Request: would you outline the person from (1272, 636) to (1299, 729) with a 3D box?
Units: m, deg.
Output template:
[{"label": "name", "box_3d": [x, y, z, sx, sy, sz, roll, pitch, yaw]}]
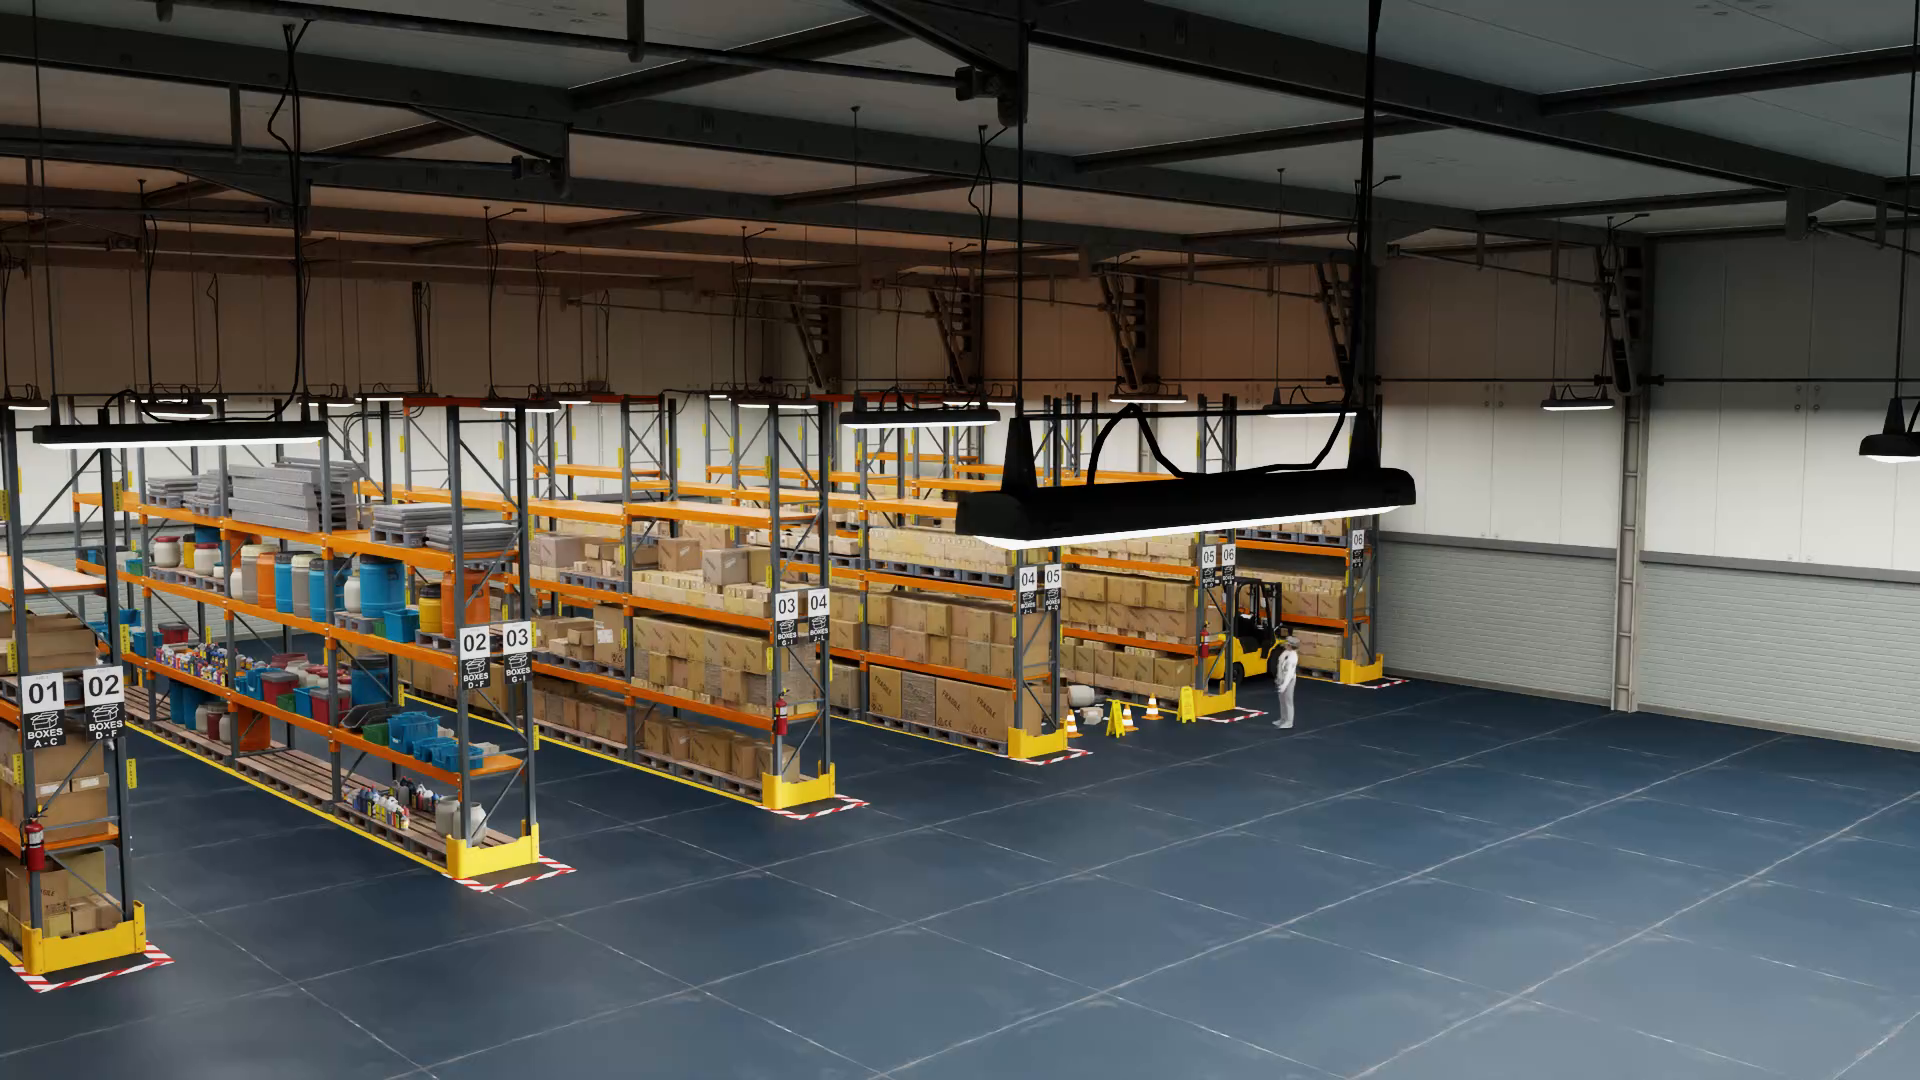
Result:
[{"label": "person", "box_3d": [5.895, 2.576, 30.242, 0.395, 1.677, 0.576, -2, 6, -19]}]

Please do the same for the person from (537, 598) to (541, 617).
[{"label": "person", "box_3d": [-9.143, 2.016, 35.718, 1.058, 1.717, 0.719, 5, 8, 44]}]

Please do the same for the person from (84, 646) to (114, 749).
[{"label": "person", "box_3d": [-14.870, 2.683, 28.590, 0.529, 1.746, 1.019, -5, 7, -41]}]
